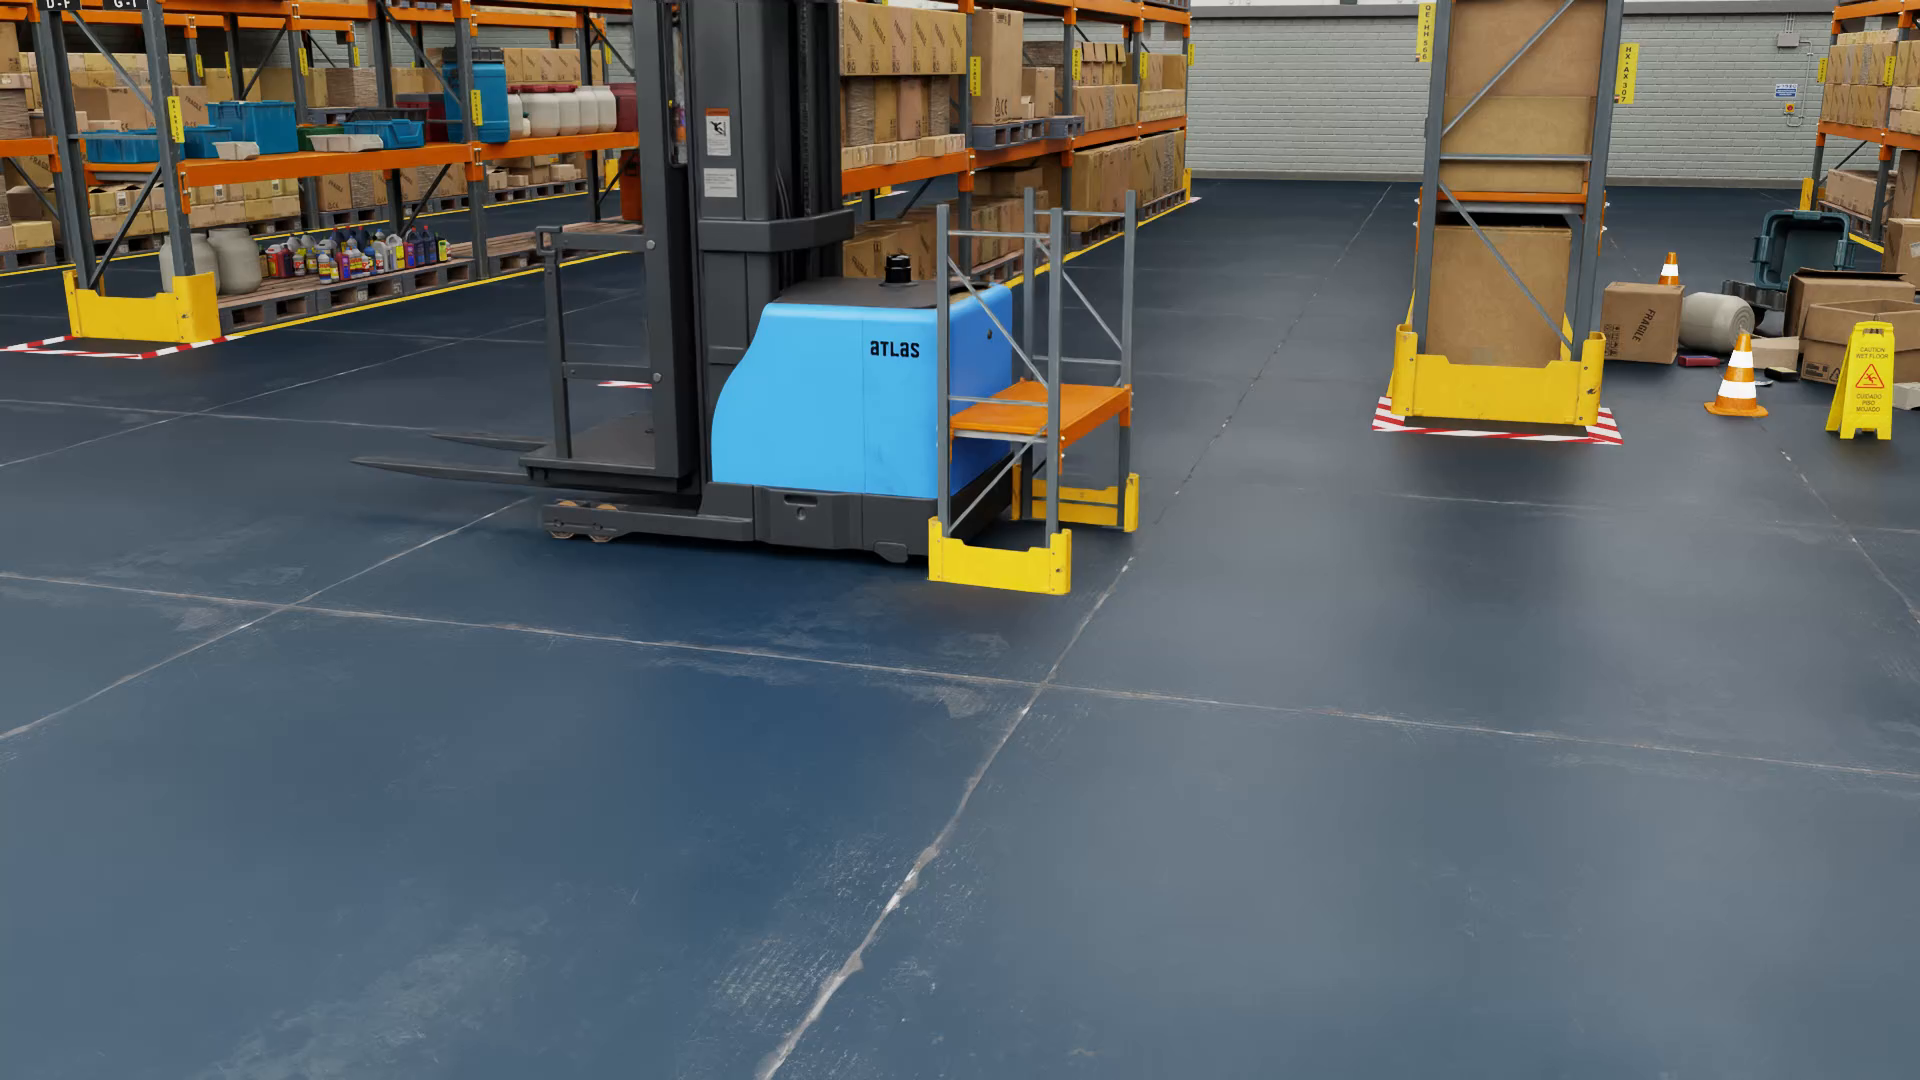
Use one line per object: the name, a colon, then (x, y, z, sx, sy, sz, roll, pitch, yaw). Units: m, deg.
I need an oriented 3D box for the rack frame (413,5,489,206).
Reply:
rack frame: (-7.616, -6.519, 24.817, 1.000, 3.000, 0.127, 5, 16, 16)

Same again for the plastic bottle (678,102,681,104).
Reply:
plastic bottle: (-3.670, -5.588, 21.768, 0.097, 0.271, 0.097, 0, 16, 0)

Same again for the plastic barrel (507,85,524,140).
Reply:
plastic barrel: (-4.659, -4.340, 16.884, 0.433, 0.535, 0.433, 0, 16, 0)

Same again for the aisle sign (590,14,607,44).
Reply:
aisle sign: (-6.166, -8.811, 28.131, 0.394, 0.787, 0.004, 5, 16, 16)

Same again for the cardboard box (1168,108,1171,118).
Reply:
cardboard box: (2.871, -6.222, 24.229, 0.380, 0.149, 0.250, 5, 16, 16)

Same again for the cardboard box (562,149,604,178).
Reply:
cardboard box: (-6.397, -6.414, 28.219, 0.500, 0.500, 0.500, 5, 16, 16)

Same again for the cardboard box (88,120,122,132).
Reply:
cardboard box: (-9.441, -4.522, 18.234, 0.380, 0.149, 0.250, 5, 16, 16)

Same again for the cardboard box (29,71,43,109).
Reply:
cardboard box: (-12.962, -6.300, 23.280, 0.500, 0.500, 0.500, 5, 17, 18)

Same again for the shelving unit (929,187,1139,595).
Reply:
shelving unit: (0.337, -0.667, 6.934, 0.587, 1.500, 1.083, 6, 17, 21)

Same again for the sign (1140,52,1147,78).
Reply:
sign: (2.404, -6.230, 21.819, 0.100, 0.325, 0.005, 5, 16, 16)

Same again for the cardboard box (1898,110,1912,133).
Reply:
cardboard box: (10.859, -4.679, 18.605, 0.500, 0.250, 0.500, 4, 16, 15)

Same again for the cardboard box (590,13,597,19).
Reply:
cardboard box: (-6.372, -8.782, 27.572, 0.500, 0.250, 0.500, 5, 16, 16)

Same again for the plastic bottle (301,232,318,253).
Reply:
plastic bottle: (-5.943, -2.639, 15.185, 0.144, 0.351, 0.185, 4, 16, 15)

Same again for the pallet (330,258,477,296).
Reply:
pallet: (-5.372, -2.527, 15.853, 1.003, 0.211, 1.213, 5, 16, 16)

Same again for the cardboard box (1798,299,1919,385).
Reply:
cardboard box: (6.044, -1.297, 10.980, 0.797, 0.503, 0.637, -7, 17, -23)

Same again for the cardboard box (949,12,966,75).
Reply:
cardboard box: (-0.256, -4.190, 14.045, 0.500, 0.500, 0.500, 5, 16, 16)

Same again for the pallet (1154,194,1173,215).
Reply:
pallet: (2.517, -4.922, 24.295, 1.003, 0.211, 1.213, 5, 16, 16)

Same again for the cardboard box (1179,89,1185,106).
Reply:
cardboard box: (3.135, -6.720, 25.255, 0.500, 0.250, 0.500, 4, 16, 15)

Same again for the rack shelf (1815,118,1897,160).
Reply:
rack shelf: (11.951, -5.159, 21.339, 1.077, 0.370, 4.000, 5, 16, 16)

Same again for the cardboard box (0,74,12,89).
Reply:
cardboard box: (-9.833, -4.634, 16.799, 0.380, 0.149, 0.250, 4, 16, 15)

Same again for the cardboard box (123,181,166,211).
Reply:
cardboard box: (-9.240, -3.930, 18.931, 0.500, 0.311, 0.500, 4, 16, 14)

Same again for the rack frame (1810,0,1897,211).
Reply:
rack frame: (12.519, -6.028, 23.086, 1.000, 3.000, 0.127, 5, 16, 16)

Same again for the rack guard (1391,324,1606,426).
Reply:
rack guard: (3.191, -0.991, 9.906, 1.175, 0.500, 0.348, 5, 16, 16)

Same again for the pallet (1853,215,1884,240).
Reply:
pallet: (11.674, -3.833, 20.456, 1.003, 0.211, 1.213, 5, 16, 16)

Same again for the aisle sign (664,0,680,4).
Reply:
aisle sign: (-1.834, -3.868, 10.707, 0.394, 0.787, 0.004, 5, 16, 16)

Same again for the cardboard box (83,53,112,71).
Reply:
cardboard box: (-12.697, -6.922, 24.098, 0.500, 0.250, 0.500, 4, 16, 15)

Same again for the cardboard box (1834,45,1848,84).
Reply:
cardboard box: (11.970, -6.318, 22.092, 0.500, 0.500, 0.500, 4, 16, 14)

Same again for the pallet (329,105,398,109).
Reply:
pallet: (-8.204, -5.890, 22.949, 1.003, 0.211, 1.213, 5, 16, 16)

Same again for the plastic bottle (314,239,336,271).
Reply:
plastic bottle: (-5.793, -2.598, 15.177, 0.152, 0.276, 0.135, 5, 16, 16)

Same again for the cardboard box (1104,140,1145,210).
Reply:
cardboard box: (1.719, -4.761, 21.742, 1.225, 0.875, 0.875, 5, 16, 16)

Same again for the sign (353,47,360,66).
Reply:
sign: (-10.713, -8.574, 29.506, 0.100, 0.325, 0.005, 5, 16, 16)

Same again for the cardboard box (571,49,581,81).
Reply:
cardboard box: (-6.484, -7.825, 27.405, 0.500, 0.500, 0.500, 5, 17, 17)

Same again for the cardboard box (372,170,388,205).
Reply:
cardboard box: (-8.058, -4.847, 22.696, 0.500, 0.500, 0.500, 4, 16, 15)

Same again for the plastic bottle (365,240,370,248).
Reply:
plastic bottle: (-5.346, -2.587, 15.123, 0.061, 0.283, 0.133, 5, 16, 16)

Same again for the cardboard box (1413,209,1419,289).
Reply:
cardboard box: (4.425, -2.535, 14.124, 1.050, 0.750, 0.750, 5, 16, 16)

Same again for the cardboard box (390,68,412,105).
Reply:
cardboard box: (-8.058, -6.303, 23.100, 0.700, 0.500, 0.500, 1, 16, 2)

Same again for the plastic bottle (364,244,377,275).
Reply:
plastic bottle: (-5.280, -2.513, 14.886, 0.097, 0.271, 0.097, 0, 16, 0)

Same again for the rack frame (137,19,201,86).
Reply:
rack frame: (-12.366, -6.903, 26.168, 1.000, 3.000, 0.127, 5, 16, 16)

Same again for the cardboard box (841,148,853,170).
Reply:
cardboard box: (-0.993, -2.741, 11.957, 0.380, 0.149, 0.250, 5, 16, 16)

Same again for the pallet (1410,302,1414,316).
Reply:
pallet: (4.043, -1.712, 12.978, 1.003, 0.211, 1.213, 5, 16, 16)

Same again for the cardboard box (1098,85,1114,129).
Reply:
cardboard box: (1.574, -5.258, 20.187, 0.500, 0.500, 0.500, 5, 16, 16)

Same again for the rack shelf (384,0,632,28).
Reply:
rack shelf: (-4.573, -5.662, 17.614, 1.077, 0.370, 4.000, 5, 16, 16)

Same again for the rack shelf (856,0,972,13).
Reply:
rack shelf: (-0.961, -4.231, 12.570, 1.077, 0.370, 4.000, 5, 16, 16)

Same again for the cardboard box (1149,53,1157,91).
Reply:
cardboard box: (2.410, -6.416, 22.807, 0.500, 0.500, 0.500, 5, 16, 16)

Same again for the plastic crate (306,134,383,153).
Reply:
plastic crate: (-5.360, -3.470, 14.549, 0.530, 0.136, 0.437, 5, 16, 16)

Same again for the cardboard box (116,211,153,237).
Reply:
cardboard box: (-9.390, -3.526, 18.531, 0.500, 0.250, 0.500, 5, 17, 17)

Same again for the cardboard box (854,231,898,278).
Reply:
cardboard box: (-0.801, -2.236, 13.528, 0.500, 0.500, 0.500, 3, 16, 11)

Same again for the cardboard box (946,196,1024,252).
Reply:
cardboard box: (0.273, -3.241, 17.033, 0.700, 0.500, 0.500, 6, 17, 21)

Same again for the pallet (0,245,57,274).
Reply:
pallet: (-10.155, -2.880, 17.097, 1.003, 0.211, 1.213, 5, 16, 16)

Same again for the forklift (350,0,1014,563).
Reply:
forklift: (-1.328, -1.529, 7.347, 3.031, 2.935, 1.130, 5, 17, 17)

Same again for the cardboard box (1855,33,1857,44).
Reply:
cardboard box: (11.882, -6.522, 21.621, 0.380, 0.149, 0.250, 5, 17, 16)

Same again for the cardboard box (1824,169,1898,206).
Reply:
cardboard box: (12.428, -4.817, 22.742, 0.875, 0.438, 0.875, 4, 16, 14)

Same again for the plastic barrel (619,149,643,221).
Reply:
plastic barrel: (-3.882, -4.375, 20.465, 0.600, 0.830, 0.708, 5, 16, 16)
